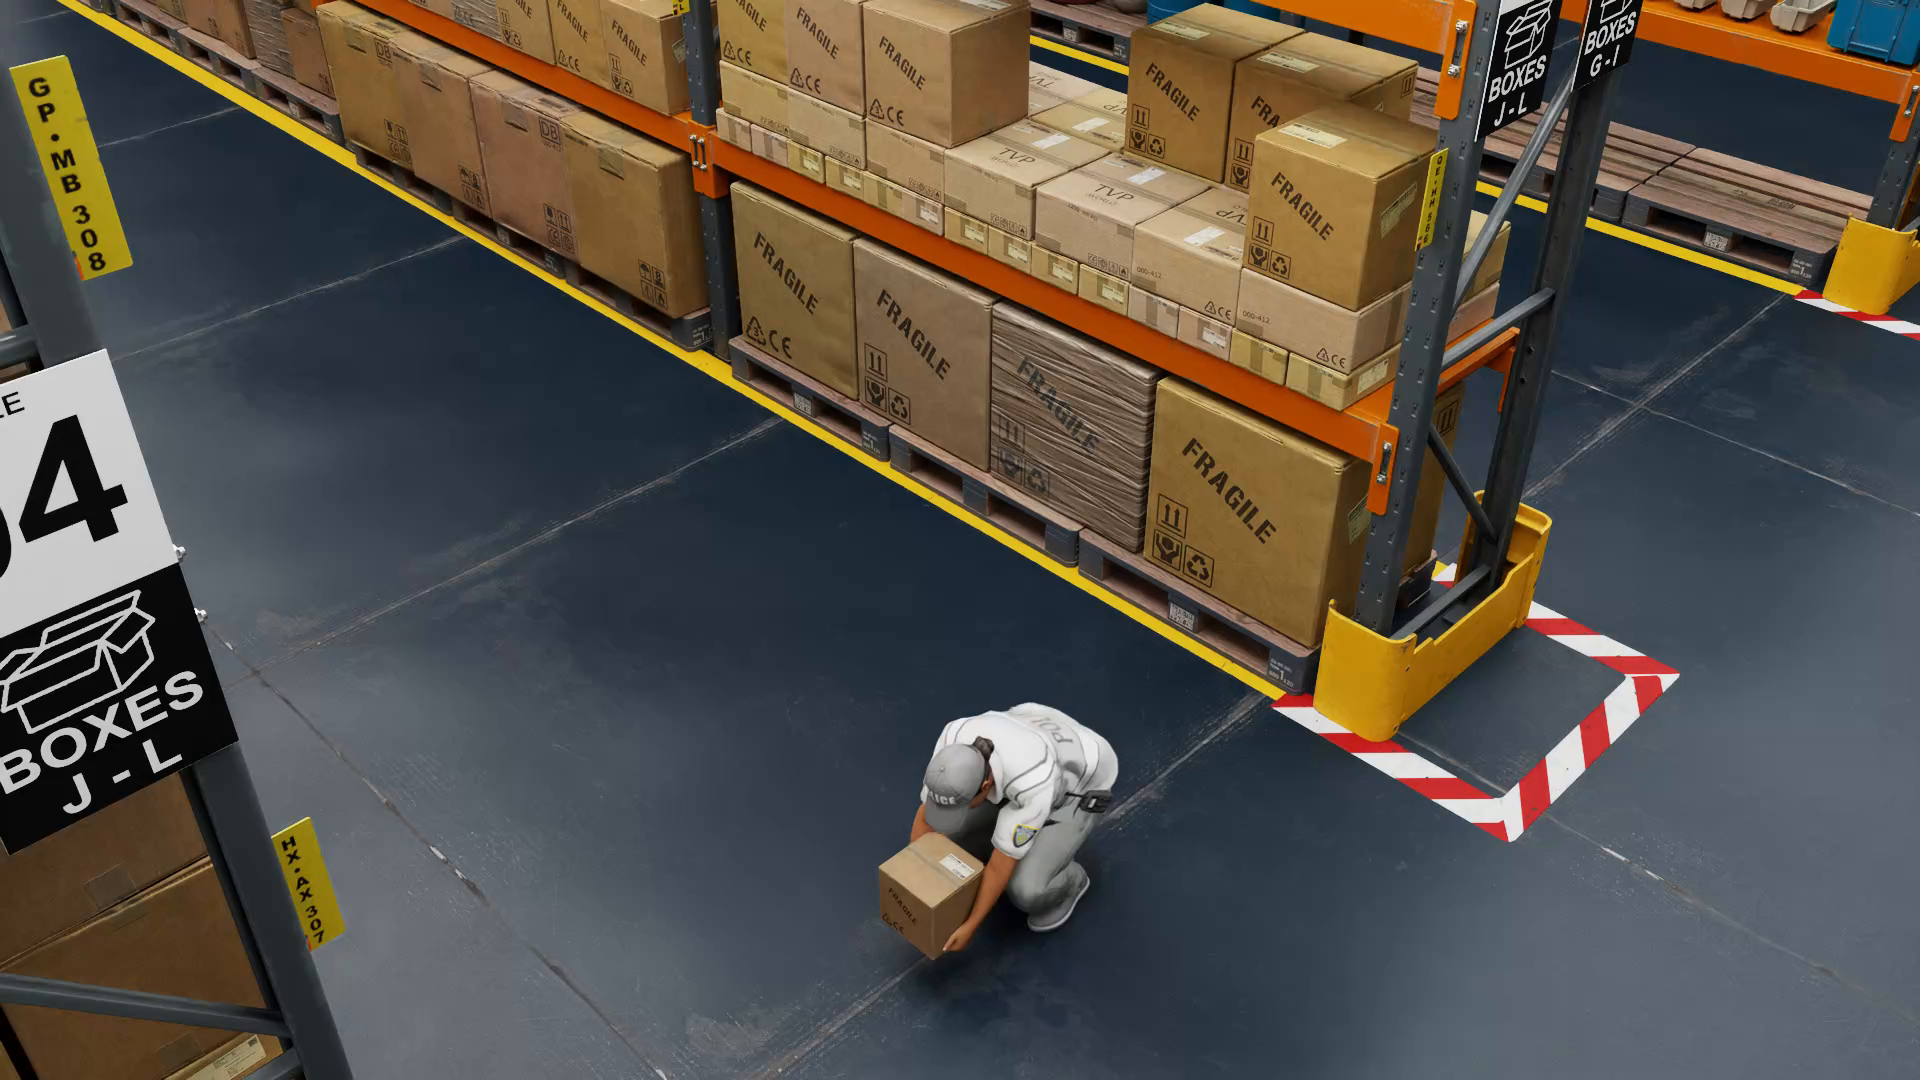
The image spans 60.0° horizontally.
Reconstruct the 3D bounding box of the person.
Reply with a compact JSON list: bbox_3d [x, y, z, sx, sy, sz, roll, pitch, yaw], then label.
[{"bbox_3d":[0.153,0.892,5.526,0.509,0.954,0.866,29,45,34],"label":"person"}]
